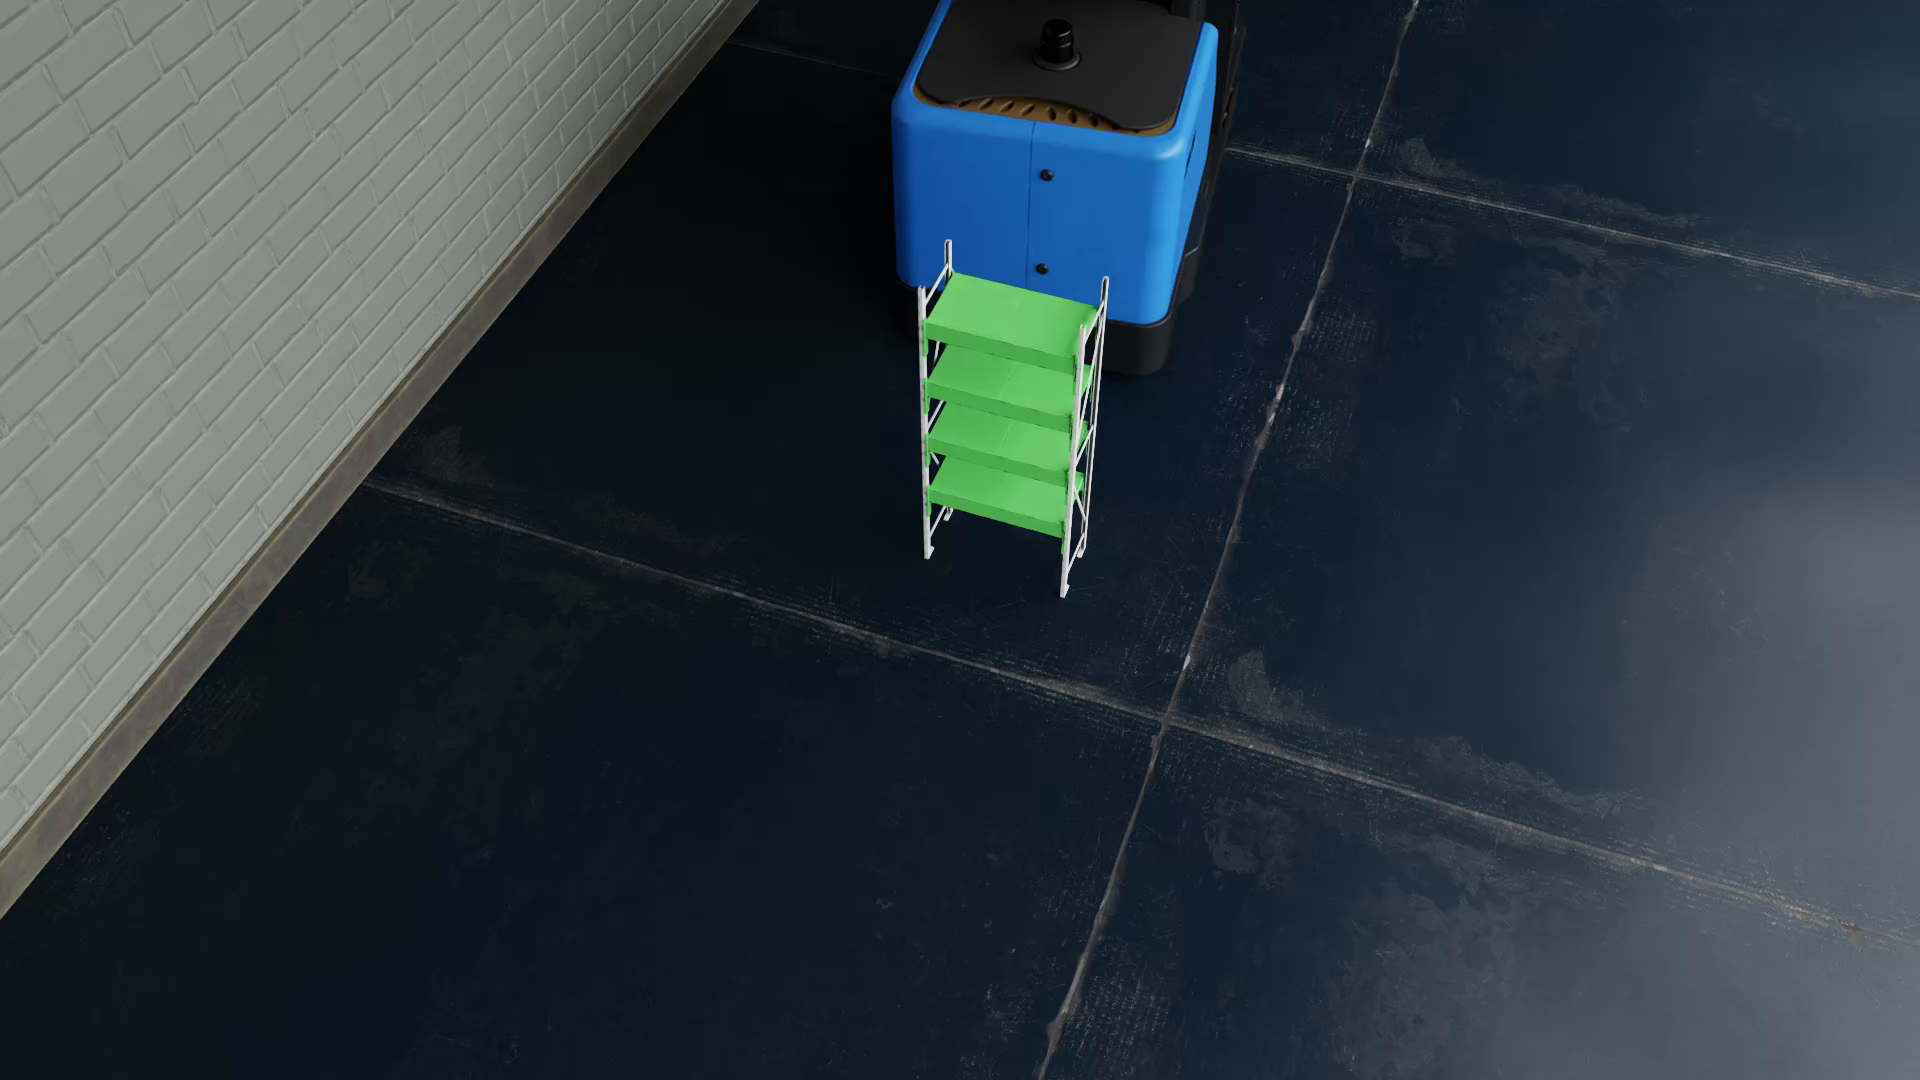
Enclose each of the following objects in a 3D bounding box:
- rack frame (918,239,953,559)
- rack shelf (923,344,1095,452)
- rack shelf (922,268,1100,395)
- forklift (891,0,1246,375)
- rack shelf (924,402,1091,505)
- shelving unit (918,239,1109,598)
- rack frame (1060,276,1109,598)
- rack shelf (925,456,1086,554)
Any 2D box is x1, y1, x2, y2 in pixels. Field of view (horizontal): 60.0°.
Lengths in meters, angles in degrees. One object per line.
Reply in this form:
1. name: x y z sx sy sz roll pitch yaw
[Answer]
1. rack frame: -0.074 -0.414 5.314 0.015 1.200 0.240 16 51 13
2. rack shelf: 0.155 -0.465 5.126 0.480 0.148 0.258 16 51 13
3. rack shelf: 0.155 -0.622 4.945 0.480 0.148 0.258 16 51 13
4. forklift: 0.602 -2.713 6.162 1.130 2.935 3.031 11 50 9
5. rack shelf: 0.155 -0.308 5.307 0.480 0.148 0.258 16 51 13
6. shelving unit: 0.155 -0.350 5.259 0.503 1.200 0.258 16 51 13
7. rack frame: 0.384 -0.286 5.204 0.015 1.200 0.240 16 51 13
8. rack shelf: 0.155 -0.151 5.489 0.480 0.148 0.258 16 51 13
